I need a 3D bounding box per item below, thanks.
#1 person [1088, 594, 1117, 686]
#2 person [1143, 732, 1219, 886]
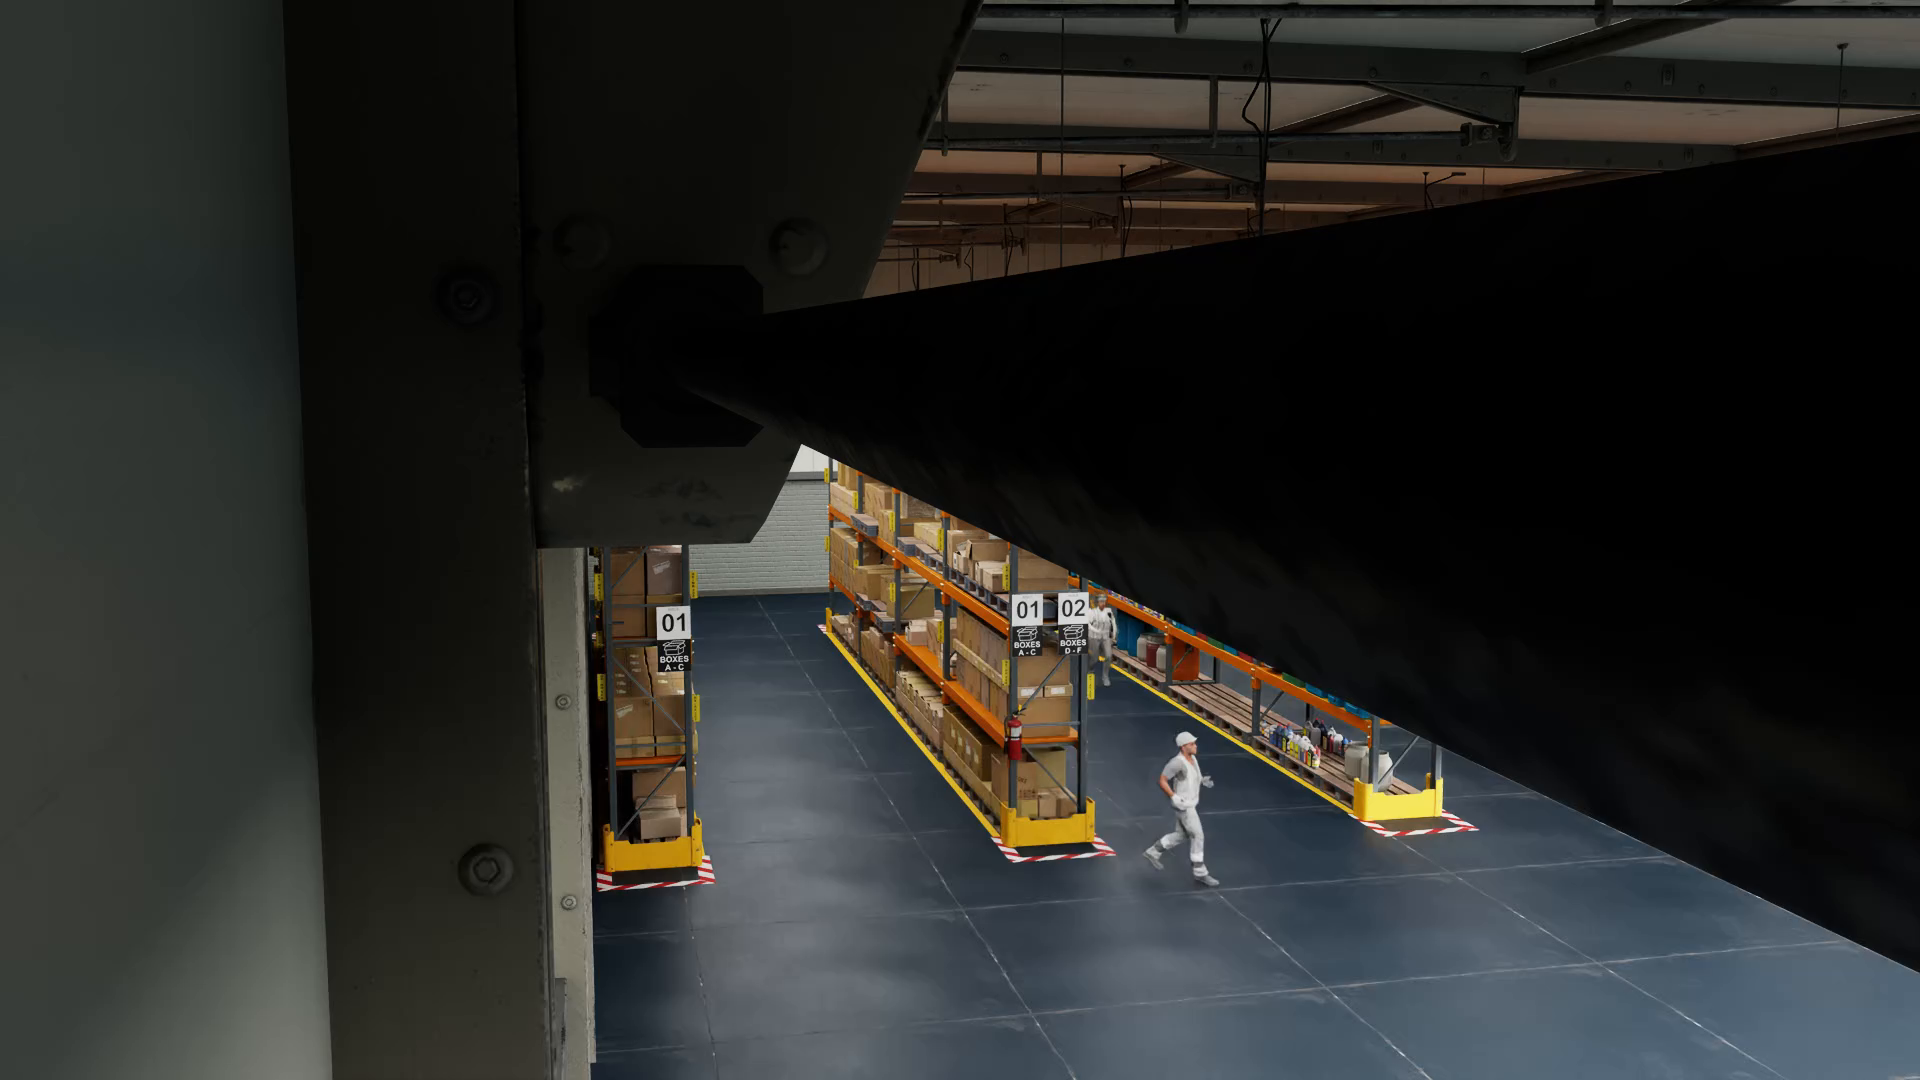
[{"bbox_3d":[2.521,1.766,29.856,0.633,1.659,0.827,-1,7,-12],"label":"person"},{"bbox_3d":[2.617,3.126,19.555,0.924,1.796,0.638,3,7,21],"label":"person"}]
